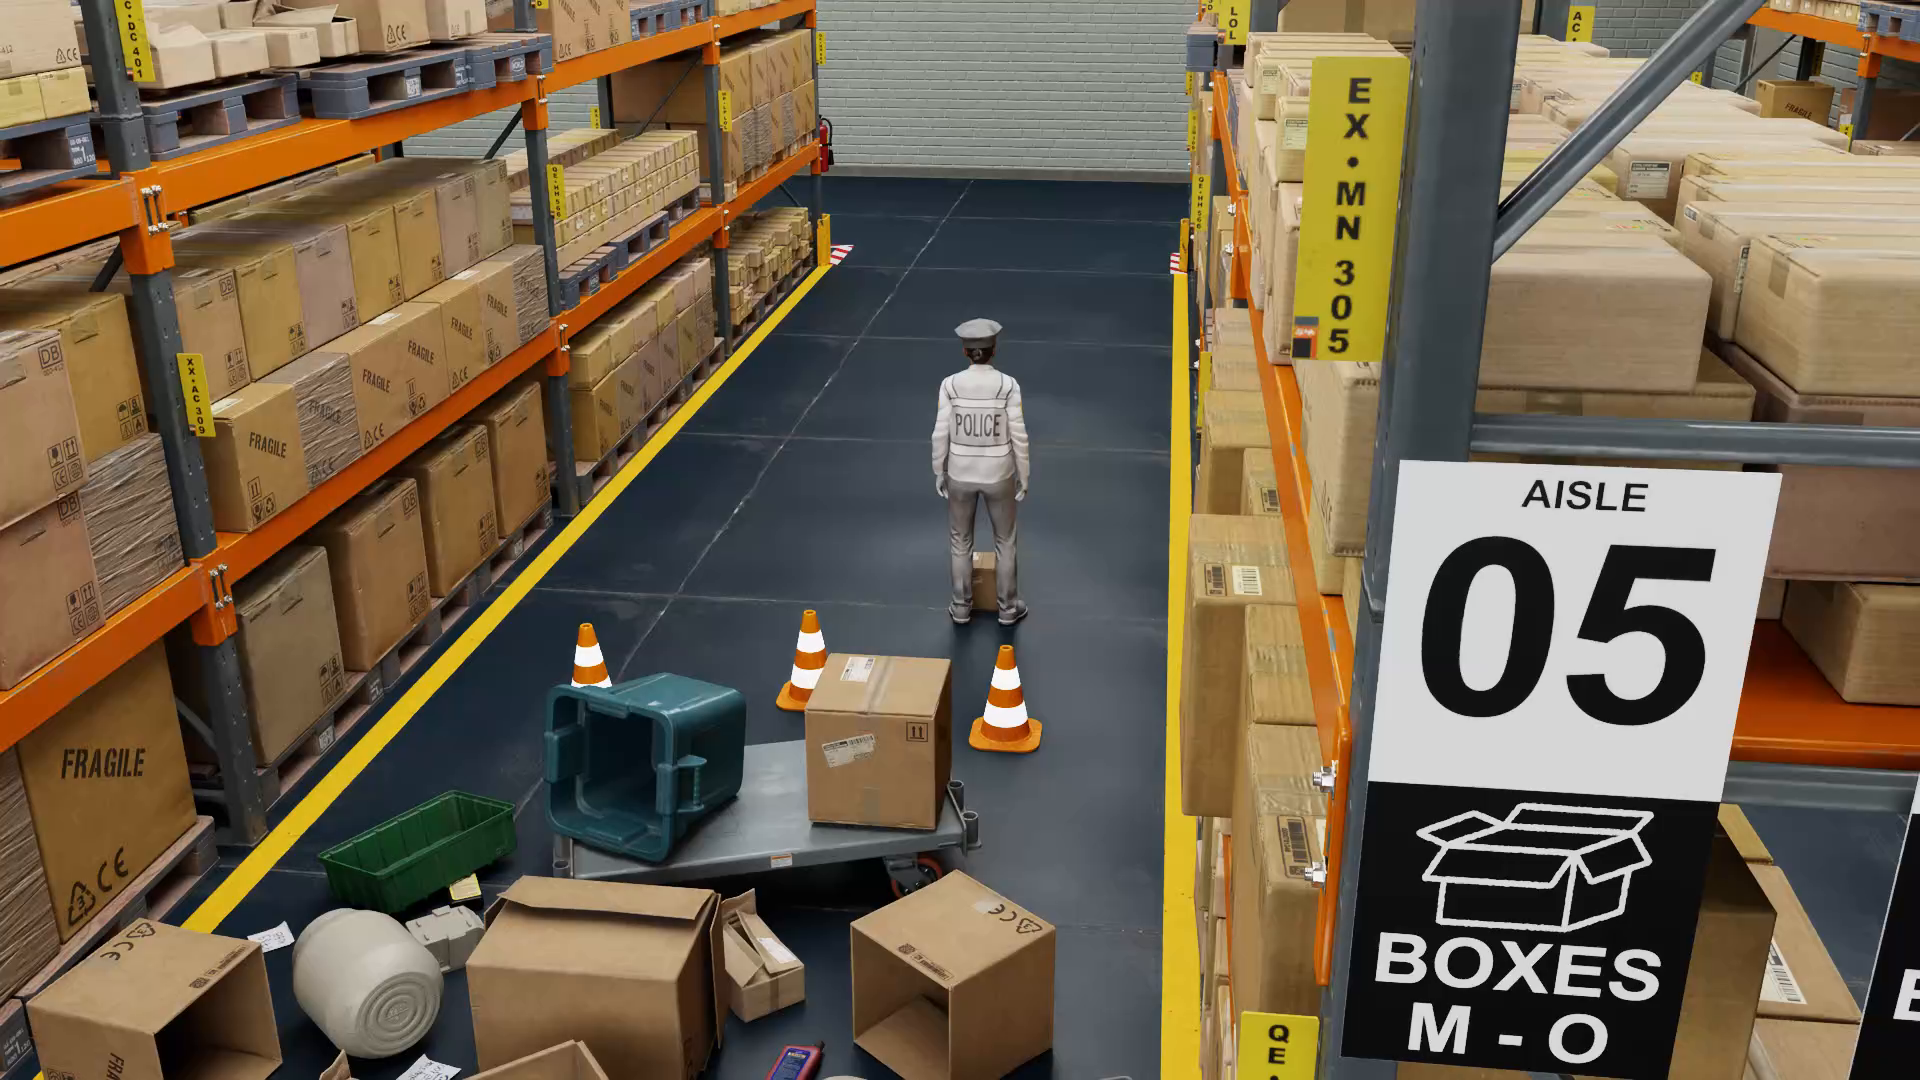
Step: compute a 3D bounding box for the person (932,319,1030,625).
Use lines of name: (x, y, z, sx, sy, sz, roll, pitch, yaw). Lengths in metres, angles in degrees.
person: (0.114, -0.340, 8.950, 0.526, 1.663, 0.375, 2, 21, 6)
